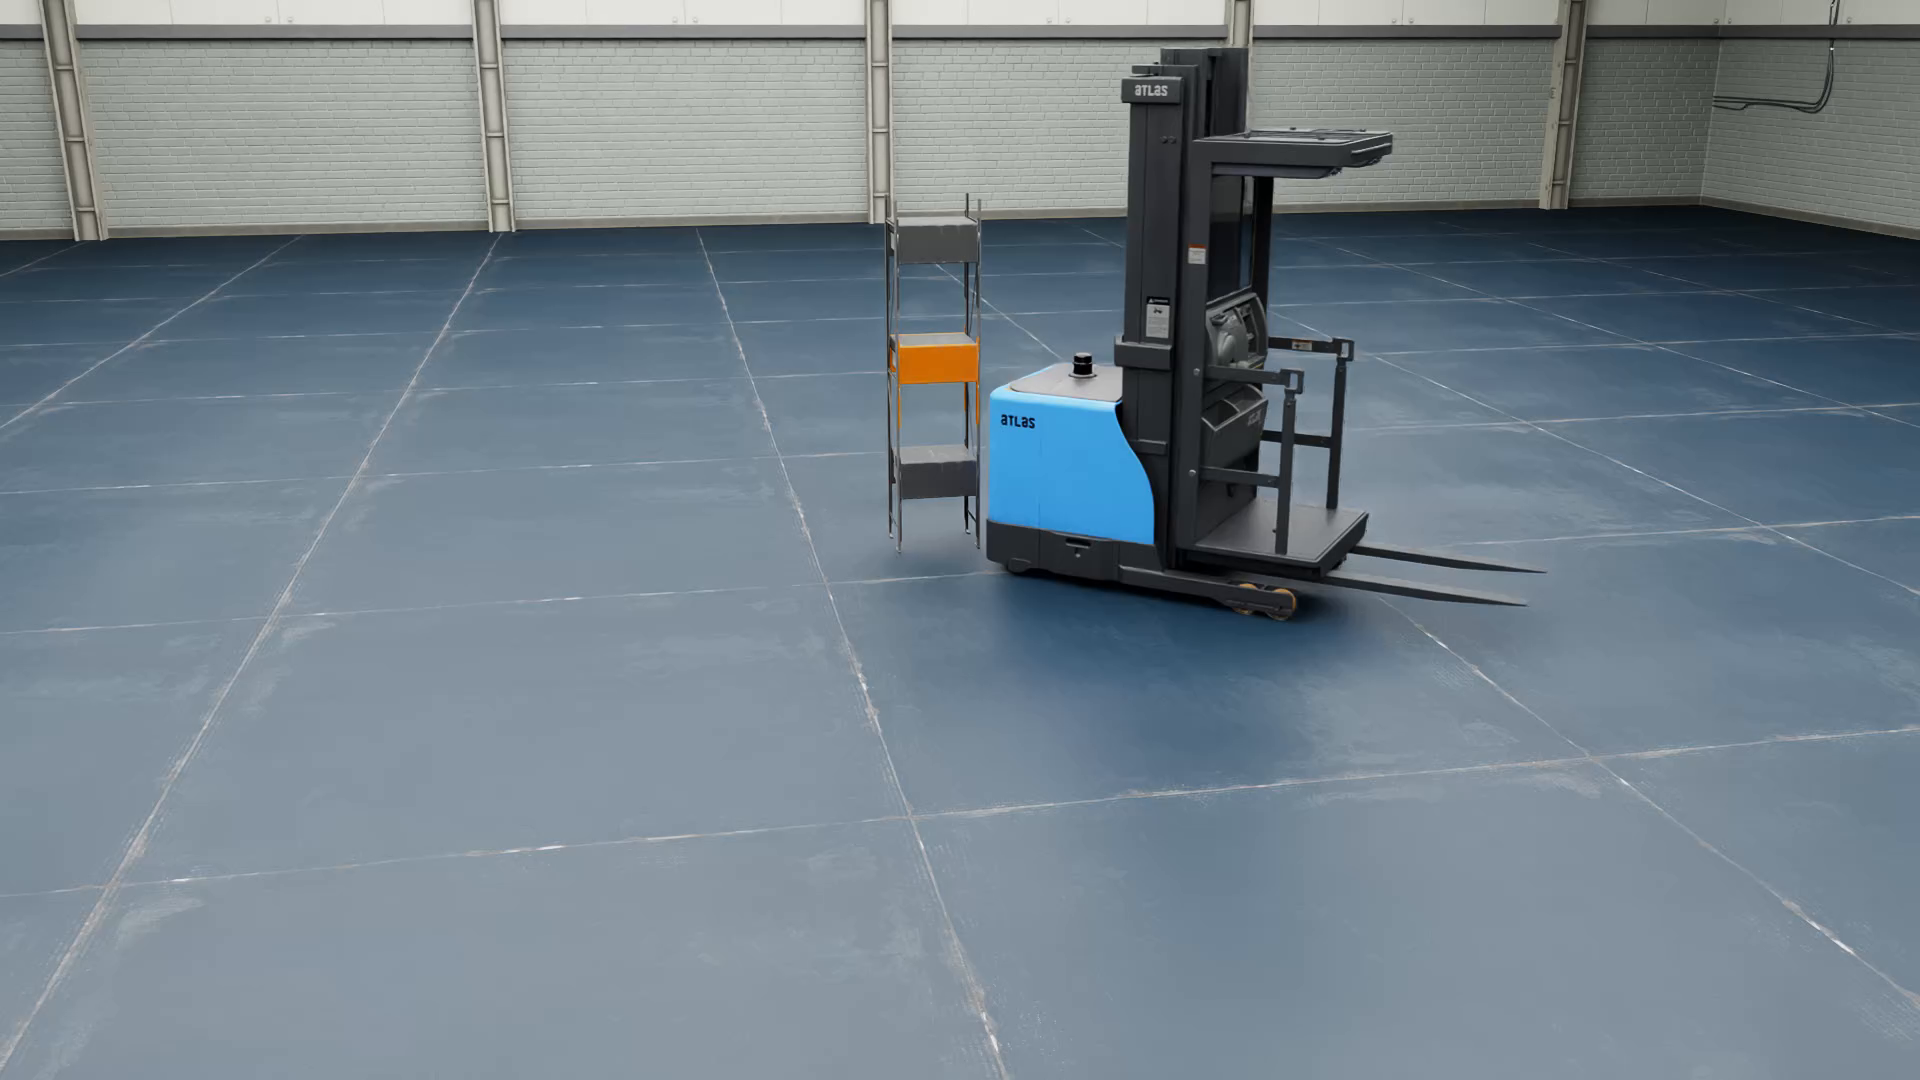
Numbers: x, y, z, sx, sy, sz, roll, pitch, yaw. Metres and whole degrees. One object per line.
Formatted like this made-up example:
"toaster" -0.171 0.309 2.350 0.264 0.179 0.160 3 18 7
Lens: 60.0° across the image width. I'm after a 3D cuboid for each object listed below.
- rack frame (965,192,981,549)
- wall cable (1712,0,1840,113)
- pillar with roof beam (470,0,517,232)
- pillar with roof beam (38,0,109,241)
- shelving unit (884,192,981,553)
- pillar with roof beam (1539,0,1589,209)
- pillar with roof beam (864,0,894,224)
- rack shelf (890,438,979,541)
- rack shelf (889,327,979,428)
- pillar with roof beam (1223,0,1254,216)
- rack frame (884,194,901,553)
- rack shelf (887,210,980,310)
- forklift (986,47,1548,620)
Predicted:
"rack frame" 0.077 -1.008 10.018 0.015 2.100 0.400 -3 17 -10
"wall cable" 13.629 -8.468 27.843 0.112 2.526 3.097 -3 17 -10
"pillar with roof beam" -6.371 -7.926 20.789 0.400 9.000 9.100 -3 17 -10
"pillar with roof beam" -12.262 -7.591 19.701 0.400 9.000 9.100 -3 17 -10
"shelving unit" -0.163 -0.995 9.974 0.503 2.100 0.431 -3 17 -10
"pillar with roof beam" 11.302 -8.928 24.053 0.400 9.000 9.100 -3 17 -10
"pillar with roof beam" -0.480 -8.260 21.877 0.400 9.000 9.100 -3 17 -10
"rack shelf" -0.163 -0.312 10.183 0.480 0.518 0.431 -3 17 -10
"rack shelf" -0.163 -0.981 9.978 0.480 0.518 0.431 -3 17 -10
"pillar with roof beam" 5.411 -8.594 22.965 0.400 9.000 9.100 -3 17 -10
"rack frame" -0.402 -0.981 9.929 0.015 2.100 0.400 -3 17 -10
"rack shelf" -0.163 -1.651 9.772 0.480 0.518 0.431 -3 17 -10
"forklift" 1.702 -1.149 9.062 3.031 2.935 1.130 9 19 26
